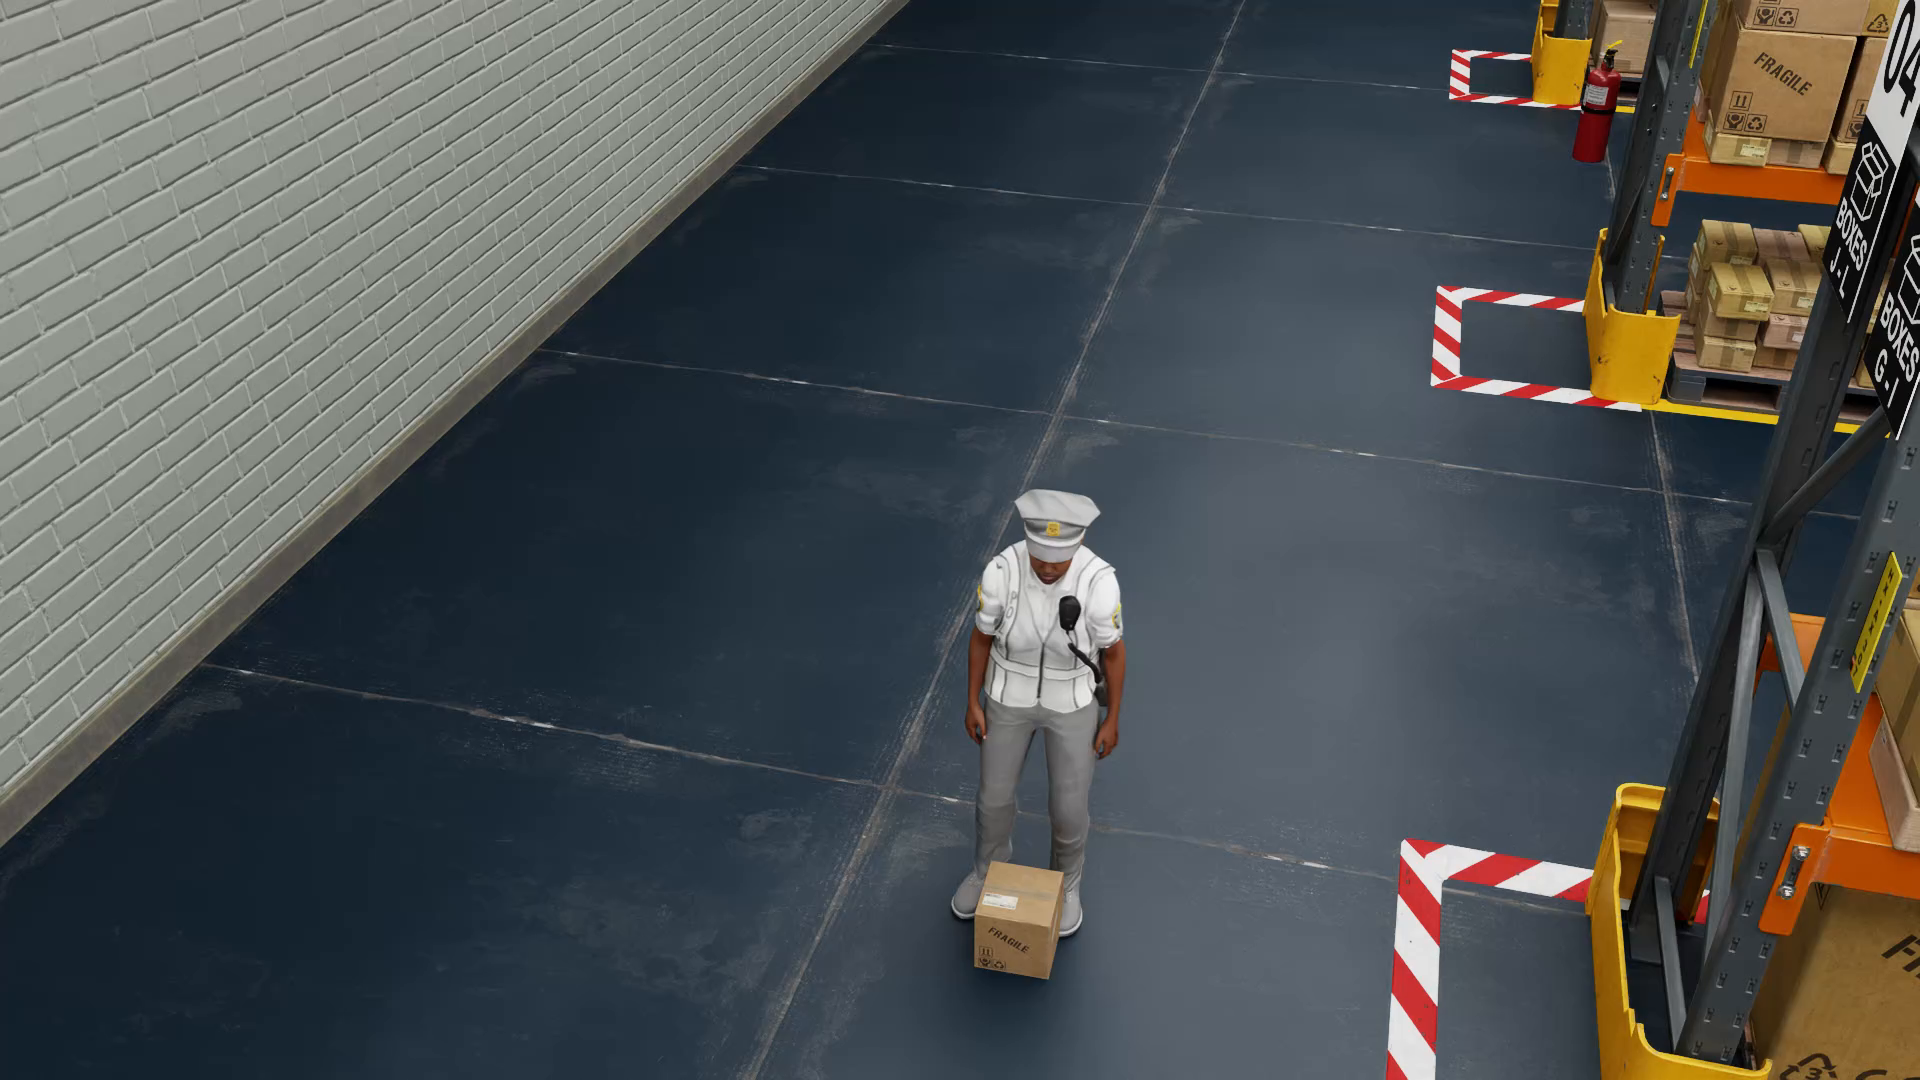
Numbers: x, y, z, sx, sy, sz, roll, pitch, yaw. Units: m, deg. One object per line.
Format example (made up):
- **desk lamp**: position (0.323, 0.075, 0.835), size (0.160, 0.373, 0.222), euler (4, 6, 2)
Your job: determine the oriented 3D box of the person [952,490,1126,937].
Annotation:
- **person**: position (0.251, 0.539, 5.308), size (0.531, 1.661, 0.397), euler (6, 34, 9)
